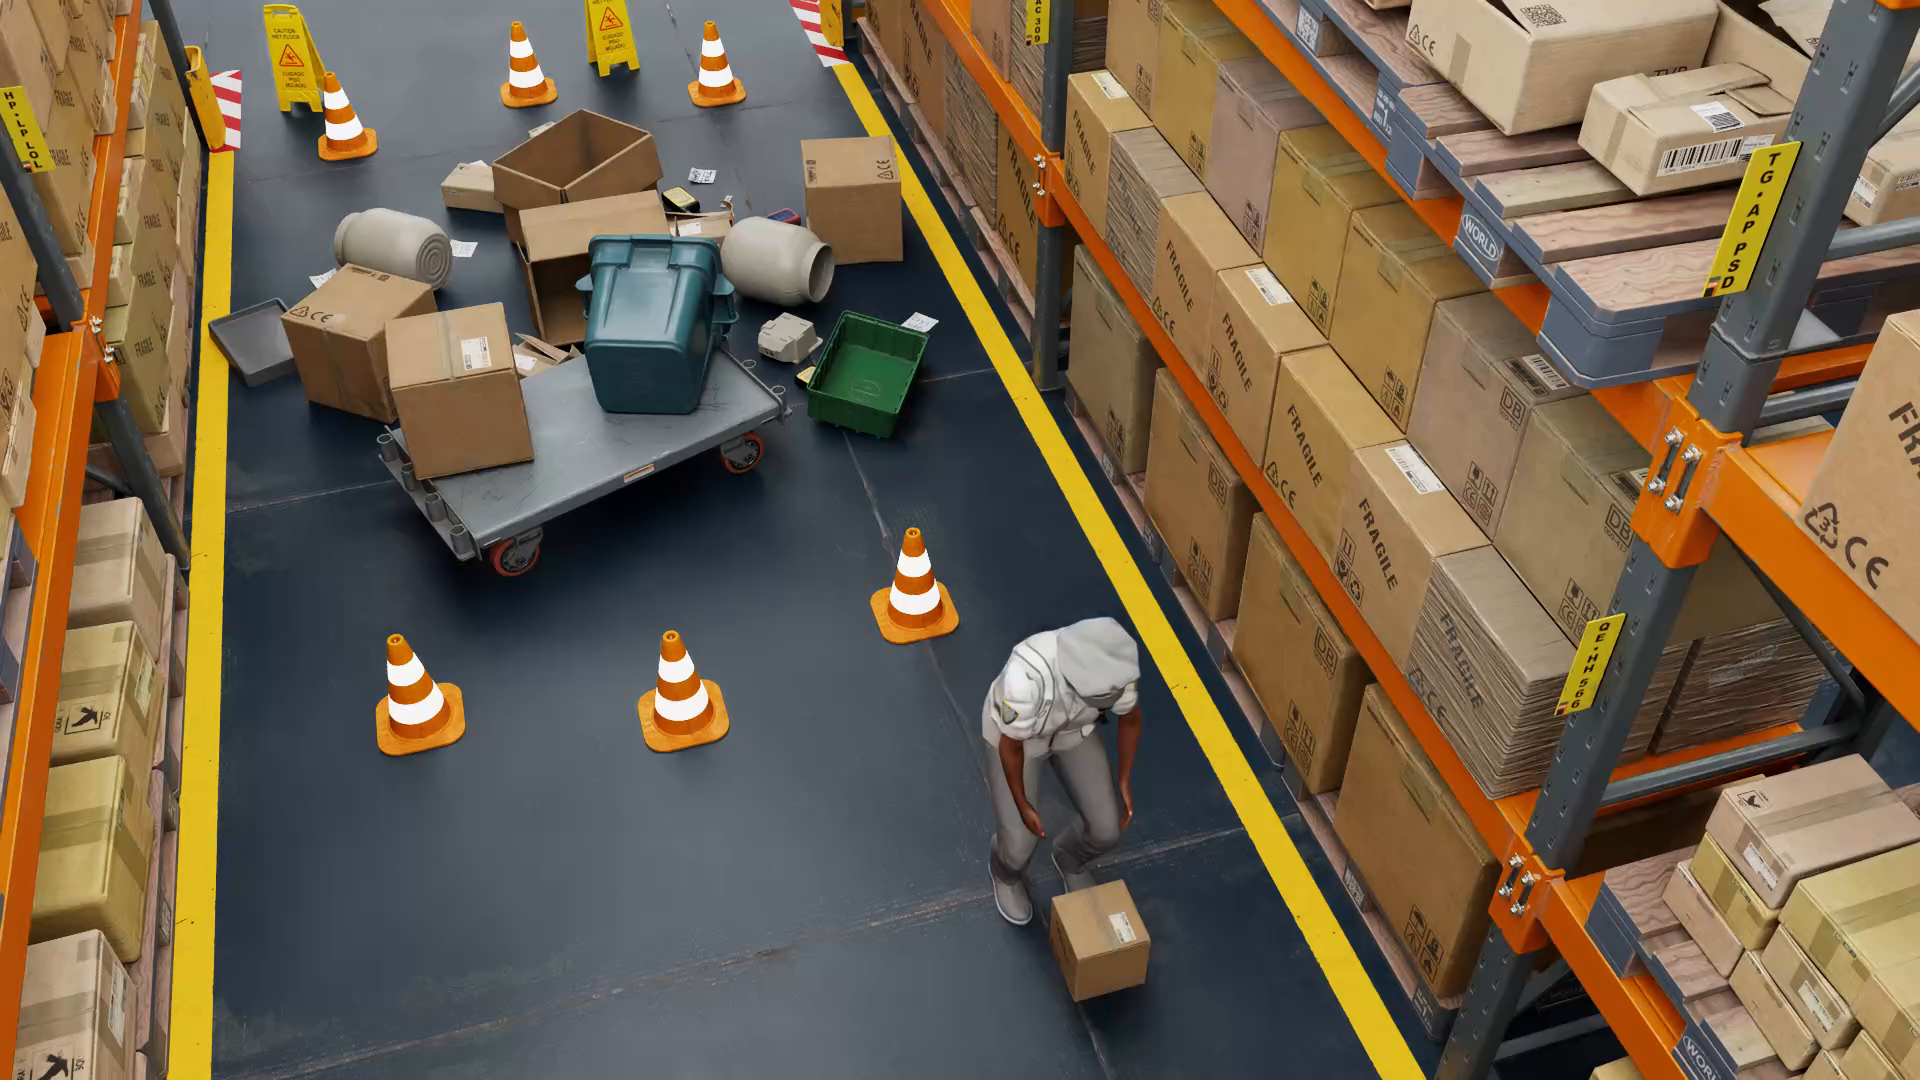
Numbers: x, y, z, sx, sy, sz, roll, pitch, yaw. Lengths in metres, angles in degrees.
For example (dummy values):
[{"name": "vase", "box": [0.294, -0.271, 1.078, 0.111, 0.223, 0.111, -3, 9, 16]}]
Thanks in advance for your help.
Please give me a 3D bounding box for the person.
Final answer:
[{"name": "person", "box": [0.344, 0.729, 5.505, 0.490, 1.487, 0.628, -12, 44, -13]}]
